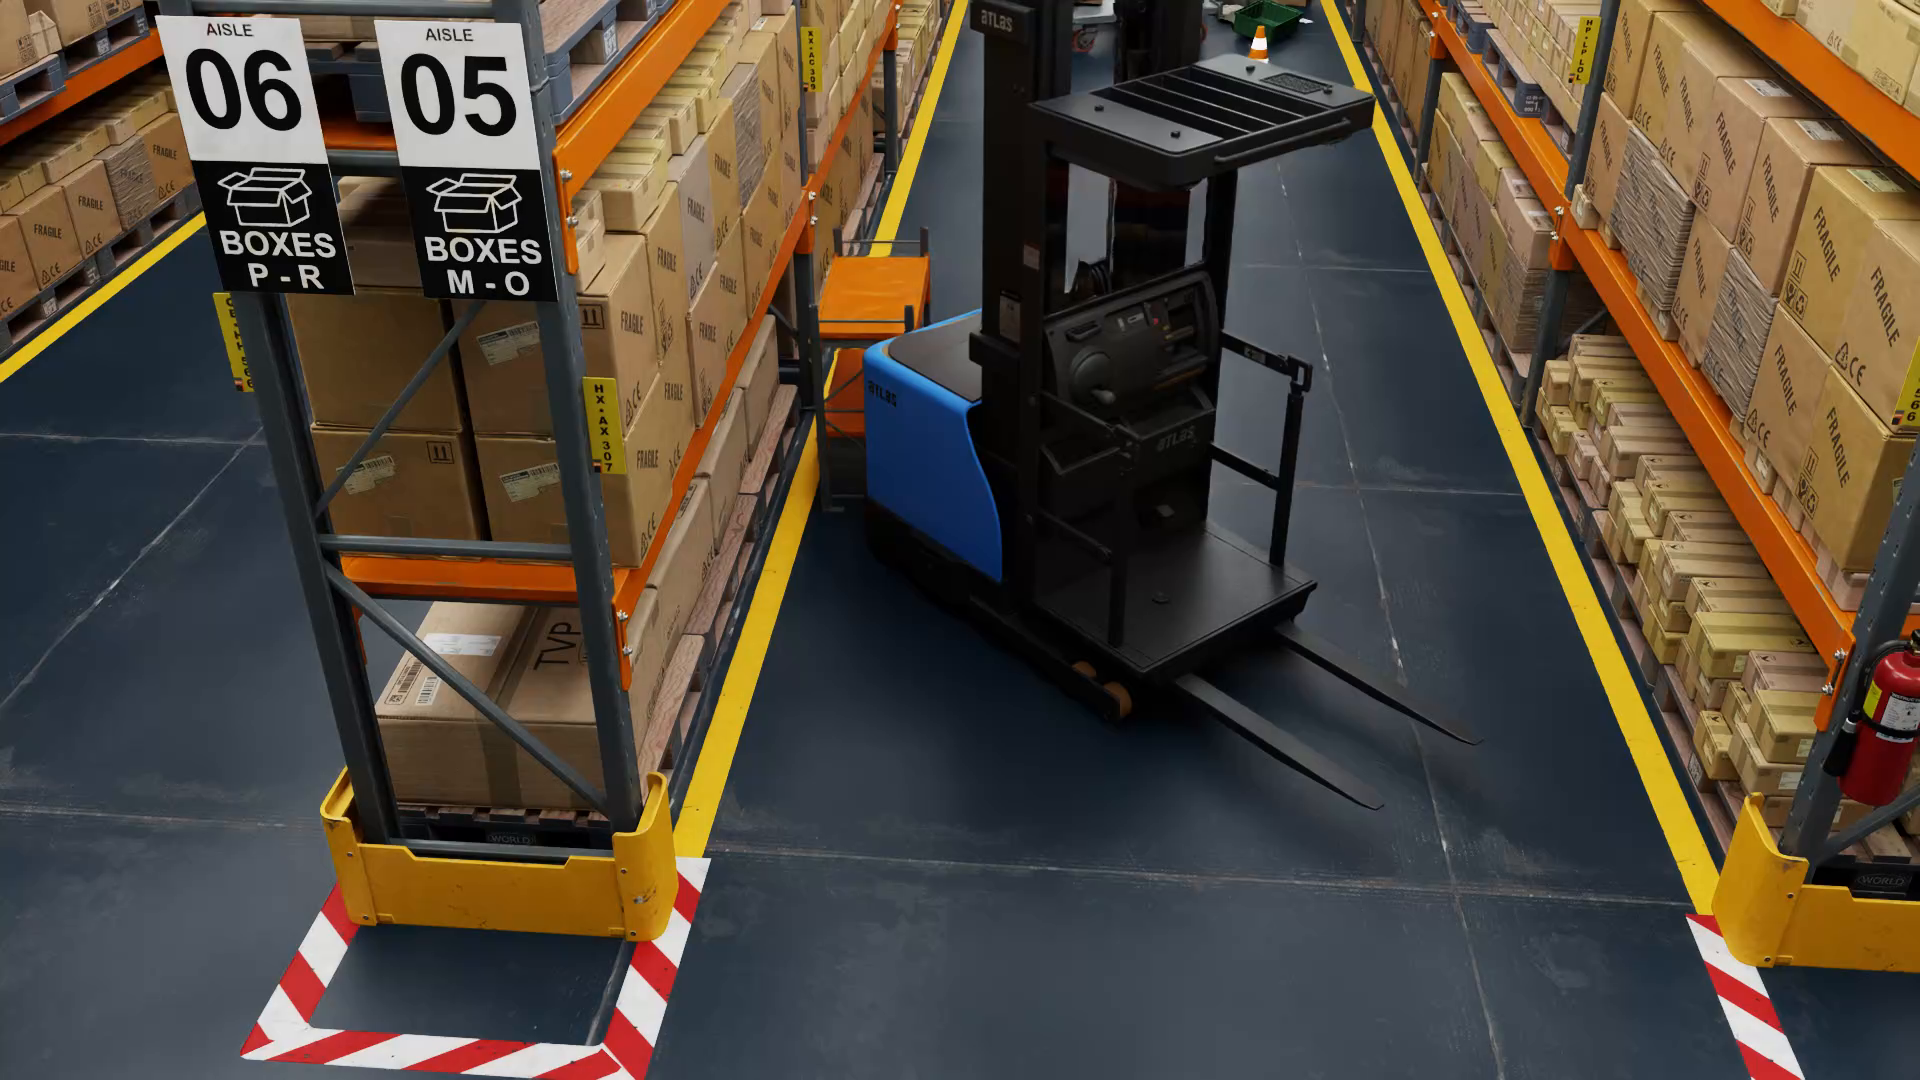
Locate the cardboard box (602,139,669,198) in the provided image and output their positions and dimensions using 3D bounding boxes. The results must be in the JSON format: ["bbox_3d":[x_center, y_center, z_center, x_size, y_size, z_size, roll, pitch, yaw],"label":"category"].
[{"bbox_3d":[-1.237,-1.297,5.829,0.380,0.149,0.250,1,32,2],"label":"cardboard box"}]

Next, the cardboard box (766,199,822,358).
[{"bbox_3d":[-1.335,-1.663,9.714,0.875,0.875,0.875,3,32,6],"label":"cardboard box"}]

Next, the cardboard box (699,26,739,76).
[{"bbox_3d":[-1.161,-2.102,7.135,0.380,0.149,0.250,2,32,4],"label":"cardboard box"}]

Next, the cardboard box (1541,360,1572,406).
[{"bbox_3d":[3.287,-0.818,8.752,0.380,0.149,0.250,4,32,6],"label":"cardboard box"}]

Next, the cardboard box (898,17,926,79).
[{"bbox_3d":[-0.805,-4.290,14.456,0.950,0.372,0.625,3,32,6],"label":"cardboard box"}]

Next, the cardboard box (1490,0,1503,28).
[{"bbox_3d":[3.660,-3.418,10.776,0.380,0.149,0.250,4,32,6],"label":"cardboard box"}]

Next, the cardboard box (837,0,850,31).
[{"bbox_3d":[-0.926,-3.276,9.659,0.500,0.500,0.500,2,32,3],"label":"cardboard box"}]

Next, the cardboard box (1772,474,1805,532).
[{"bbox_3d":[3.118,-0.146,5.868,0.380,0.149,0.250,2,32,4],"label":"cardboard box"}]

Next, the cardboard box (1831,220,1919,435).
[{"bbox_3d":[3.100,-0.655,5.122,0.500,0.500,0.500,2,32,3],"label":"cardboard box"}]

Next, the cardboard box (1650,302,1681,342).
[{"bbox_3d":[3.228,-0.970,7.205,0.380,0.149,0.250,4,32,6],"label":"cardboard box"}]

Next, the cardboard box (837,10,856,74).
[{"bbox_3d":[-0.907,-2.964,9.867,0.500,0.250,0.500,3,32,5],"label":"cardboard box"}]

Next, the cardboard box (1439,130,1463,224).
[{"bbox_3d":[3.612,-2.486,11.408,0.500,0.500,0.500,3,32,5],"label":"cardboard box"}]

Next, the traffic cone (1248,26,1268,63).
[{"bbox_3d":[2.673,-4.369,14.898,0.336,0.463,0.334,2,32,4],"label":"traffic cone"}]

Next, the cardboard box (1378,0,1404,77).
[{"bbox_3d":[4.244,-4.474,14.394,1.050,0.750,0.750,2,32,4],"label":"cardboard box"}]

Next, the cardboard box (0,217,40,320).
[{"bbox_3d":[-5.990,-1.629,10.016,0.500,0.500,0.500,4,32,6],"label":"cardboard box"}]

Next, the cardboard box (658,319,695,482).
[{"bbox_3d":[-1.293,-0.516,6.133,0.500,0.500,0.500,2,32,3],"label":"cardboard box"}]

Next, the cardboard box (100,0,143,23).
[{"bbox_3d":[-5.876,-3.724,10.935,0.797,0.503,0.637,2,32,3],"label":"cardboard box"}]

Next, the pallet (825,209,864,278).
[{"bbox_3d":[-1.221,-1.920,11.164,1.003,0.211,1.213,2,32,4],"label":"pallet"}]

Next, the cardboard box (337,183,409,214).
[{"bbox_3d":[-1.805,-1.043,5.418,0.380,0.149,0.250,3,32,5],"label":"cardboard box"}]

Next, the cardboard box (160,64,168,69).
[{"bbox_3d":[-5.715,-3.484,12.408,0.380,0.149,0.250,1,32,2],"label":"cardboard box"}]

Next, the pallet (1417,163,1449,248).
[{"bbox_3d":[3.897,-2.398,11.940,1.003,0.211,1.213,2,32,4],"label":"pallet"}]

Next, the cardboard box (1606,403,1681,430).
[{"bbox_3d":[3.350,-0.536,8.011,0.380,0.149,0.250,2,32,3],"label":"cardboard box"}]

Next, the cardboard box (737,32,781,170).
[{"bbox_3d":[-1.118,-2.005,7.597,0.500,0.500,0.500,2,32,3],"label":"cardboard box"}]

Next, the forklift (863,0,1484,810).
[{"bbox_3d":[0.854,-0.780,6.722,1.130,2.935,3.031,-23,38,-32],"label":"forklift"}]

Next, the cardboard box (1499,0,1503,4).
[{"bbox_3d":[3.663,-3.534,10.682,0.380,0.149,0.250,3,32,4],"label":"cardboard box"}]

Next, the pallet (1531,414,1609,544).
[{"bbox_3d":[3.617,-0.362,8.637,1.003,0.211,1.213,2,32,4],"label":"pallet"}]

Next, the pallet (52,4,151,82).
[{"bbox_3d":[-6.081,-3.264,10.870,1.003,0.211,1.213,2,32,4],"label":"pallet"}]

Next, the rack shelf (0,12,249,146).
[{"bbox_3d":[-6.091,-3.010,10.961,1.077,0.370,4.000,2,32,4],"label":"rack shelf"}]

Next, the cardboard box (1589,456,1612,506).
[{"bbox_3d":[3.325,-0.284,8.169,0.380,0.149,0.250,2,32,3],"label":"cardboard box"}]

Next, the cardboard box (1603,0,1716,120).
[{"bbox_3d":[3.356,-2.271,7.745,0.500,0.500,0.500,3,32,5],"label":"cardboard box"}]

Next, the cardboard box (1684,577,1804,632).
[{"bbox_3d":[3.157,0.281,6.685,0.380,0.149,0.250,1,32,2],"label":"cardboard box"}]

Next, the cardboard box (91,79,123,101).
[{"bbox_3d":[-6.270,-3.223,11.984,0.380,0.149,0.250,3,32,5],"label":"cardboard box"}]

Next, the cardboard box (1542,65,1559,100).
[{"bbox_3d":[3.534,-2.587,9.428,0.380,0.149,0.250,1,32,1],"label":"cardboard box"}]

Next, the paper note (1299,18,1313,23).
[{"bbox_3d":[3.439,-5.212,16.677,0.147,0.020,0.142,-20,37,-29],"label":"paper note"}]

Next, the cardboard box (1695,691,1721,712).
[{"bbox_3d":[3.173,0.667,6.626,0.380,0.149,0.250,2,32,4],"label":"cardboard box"}]

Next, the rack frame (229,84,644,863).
[{"bbox_3d":[-1.632,0.031,5.341,1.000,3.000,0.127,2,32,4],"label":"rack frame"}]

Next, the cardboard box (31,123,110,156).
[{"bbox_3d":[-5.922,-2.666,11.080,0.380,0.149,0.250,3,32,4],"label":"cardboard box"}]

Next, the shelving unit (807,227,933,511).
[{"bbox_3d":[-0.436,-0.899,8.626,0.538,1.125,1.048,1,32,3],"label":"shelving unit"}]

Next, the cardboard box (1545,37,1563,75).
[{"bbox_3d":[3.533,-2.728,9.373,0.380,0.149,0.250,1,32,2],"label":"cardboard box"}]

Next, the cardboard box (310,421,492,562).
[{"bbox_3d":[-1.856,-0.275,5.742,0.500,0.500,0.500,3,32,4],"label":"cardboard box"}]

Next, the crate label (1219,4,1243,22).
[{"bbox_3d":[2.745,-5.285,16.695,0.298,0.136,0.250,-20,37,-29],"label":"crate label"}]

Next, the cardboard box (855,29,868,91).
[{"bbox_3d":[-0.859,-3.015,10.426,0.500,0.250,0.500,2,32,3],"label":"cardboard box"}]

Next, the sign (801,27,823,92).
[{"bbox_3d":[-0.753,-2.440,8.450,0.100,0.325,0.005,2,32,4],"label":"sign"}]

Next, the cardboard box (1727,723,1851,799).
[{"bbox_3d":[3.069,0.810,6.111,0.380,0.149,0.250,2,32,3],"label":"cardboard box"}]

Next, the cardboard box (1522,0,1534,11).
[{"bbox_3d":[3.601,-3.268,9.966,0.380,0.149,0.250,2,32,3],"label":"cardboard box"}]

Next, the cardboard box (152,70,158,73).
[{"bbox_3d":[-6.241,-3.269,12.677,0.500,0.500,0.500,4,32,6],"label":"cardboard box"}]

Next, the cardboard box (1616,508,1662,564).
[{"bbox_3d":[3.173,-0.012,7.444,0.380,0.149,0.250,3,32,4],"label":"cardboard box"}]

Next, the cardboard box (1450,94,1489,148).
[{"bbox_3d":[3.623,-2.812,11.222,0.500,0.250,0.500,2,32,3],"label":"cardboard box"}]

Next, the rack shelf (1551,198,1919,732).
[{"bbox_3d":[3.473,-0.550,6.969,1.077,0.370,4.000,2,32,4],"label":"rack shelf"}]

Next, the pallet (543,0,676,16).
[{"bbox_3d":[-1.485,-2.236,6.245,1.003,0.211,1.213,2,32,4],"label":"pallet"}]

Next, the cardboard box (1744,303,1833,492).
[{"bbox_3d":[3.137,-0.495,5.815,0.500,0.500,0.500,2,32,3],"label":"cardboard box"}]
